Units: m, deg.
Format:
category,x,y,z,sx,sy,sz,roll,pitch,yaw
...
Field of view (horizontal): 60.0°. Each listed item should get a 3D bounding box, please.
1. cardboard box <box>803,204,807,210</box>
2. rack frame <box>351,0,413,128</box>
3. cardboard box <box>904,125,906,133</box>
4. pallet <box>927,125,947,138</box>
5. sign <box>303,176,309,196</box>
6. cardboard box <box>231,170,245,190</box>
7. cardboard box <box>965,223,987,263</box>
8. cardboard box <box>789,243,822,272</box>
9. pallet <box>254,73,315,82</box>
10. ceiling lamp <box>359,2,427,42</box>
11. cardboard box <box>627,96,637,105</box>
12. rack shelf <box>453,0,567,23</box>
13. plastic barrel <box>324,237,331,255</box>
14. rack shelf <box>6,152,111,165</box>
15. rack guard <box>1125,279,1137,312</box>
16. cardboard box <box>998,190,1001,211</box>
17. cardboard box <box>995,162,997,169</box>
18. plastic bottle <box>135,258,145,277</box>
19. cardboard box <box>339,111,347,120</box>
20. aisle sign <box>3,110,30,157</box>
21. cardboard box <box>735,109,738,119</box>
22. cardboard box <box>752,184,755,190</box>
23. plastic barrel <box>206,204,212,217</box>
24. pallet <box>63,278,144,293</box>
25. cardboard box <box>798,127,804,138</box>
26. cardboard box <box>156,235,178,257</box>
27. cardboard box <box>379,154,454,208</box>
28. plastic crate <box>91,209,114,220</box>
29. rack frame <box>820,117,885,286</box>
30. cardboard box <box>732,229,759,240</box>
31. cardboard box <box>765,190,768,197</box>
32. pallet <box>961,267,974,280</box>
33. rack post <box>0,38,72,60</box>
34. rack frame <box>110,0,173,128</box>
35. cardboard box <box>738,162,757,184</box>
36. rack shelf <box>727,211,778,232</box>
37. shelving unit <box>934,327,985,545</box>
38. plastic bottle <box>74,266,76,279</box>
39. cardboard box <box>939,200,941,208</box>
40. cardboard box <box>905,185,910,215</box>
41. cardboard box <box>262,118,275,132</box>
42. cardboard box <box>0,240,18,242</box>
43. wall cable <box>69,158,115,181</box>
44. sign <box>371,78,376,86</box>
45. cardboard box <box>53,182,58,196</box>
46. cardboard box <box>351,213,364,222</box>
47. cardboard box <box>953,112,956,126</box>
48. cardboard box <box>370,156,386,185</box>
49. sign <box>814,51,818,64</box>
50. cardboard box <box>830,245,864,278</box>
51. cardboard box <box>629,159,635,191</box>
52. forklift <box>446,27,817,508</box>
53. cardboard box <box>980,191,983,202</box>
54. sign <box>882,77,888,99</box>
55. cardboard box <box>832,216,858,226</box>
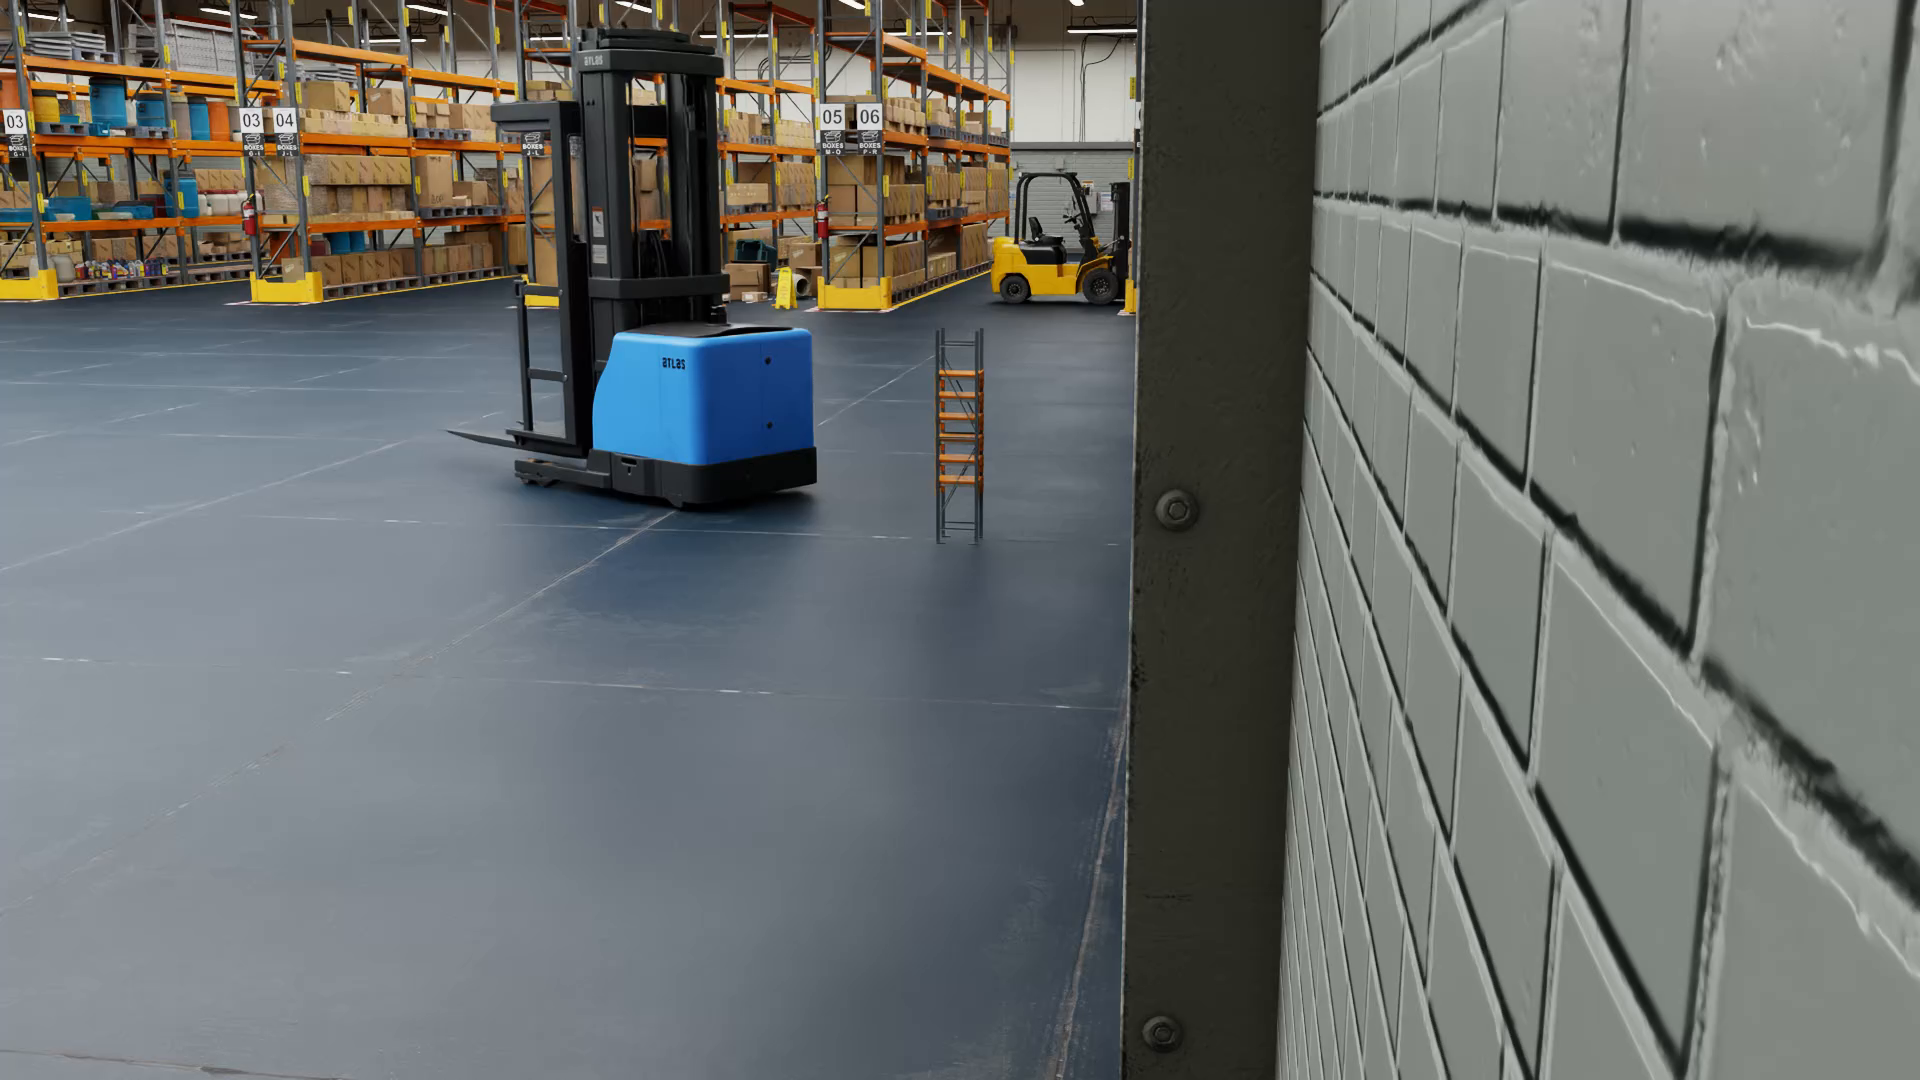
category,x,y,z,sx,sy,sz,roll,pitch,yaw
cardboard box,-4.048,-8.327,41.608,0.380,0.149,0.250,2,12,10
rack frame,-10.893,-9.300,31.288,1.000,3.000,0.127,2,12,9
cardboard box,-1.143,-7.049,28.560,0.380,0.149,0.250,2,12,10
pallet,-0.900,-7.546,30.714,1.213,0.211,1.003,2,12,9
sign,-10.972,-5.941,27.884,0.100,0.325,0.005,2,12,9
cardboard box,-18.863,-9.303,42.932,0.500,0.500,0.500,2,12,10
cardboard box,0.114,-6.747,37.726,0.875,0.875,0.875,2,12,10
cardboard box,-2.864,-5.246,30.853,0.500,0.500,0.500,2,12,9
pallet,-15.030,-10.155,36.651,1.213,0.211,1.003,2,12,9
ceiling lamp,-15.951,-15.450,45.970,2.000,3.185,0.800,2,12,9
cardboard box,-5.986,-7.658,29.205,0.500,0.250,0.500,2,12,8
rack shelf,-9.970,-11.822,36.809,1.077,0.370,4.000,2,12,9
plastic barrel,-14.941,-6.808,38.871,0.421,0.512,0.421,0,12,0
rack shelf,-24.038,-10.045,43.573,1.077,0.370,4.000,2,12,9
rack guard,3.186,-3.827,26.064,1.175,0.500,0.348,2,12,9
cardboard box,0.704,-8.165,40.024,0.500,0.500,0.500,2,12,10
cardboard box,0.688,-8.940,39.708,0.380,0.149,0.250,2,12,9
plastic bottle,-15.680,-5.198,31.735,0.144,0.351,0.185,2,12,8
cardboard box,-11.003,-7.442,29.197,0.380,0.149,0.250,1,12,6
aisle sign,-16.123,-6.942,28.414,0.394,0.787,0.004,2,12,9
cardboard box,-4.978,-9.145,35.633,0.396,0.266,0.258,2,12,9
cardboard box,-4.809,-7.919,37.307,0.380,0.149,0.250,1,12,7
plastic barrel,-15.431,-6.731,33.935,0.301,0.262,0.301,0,12,0
pallet,-16.116,-4.772,31.134,1.003,0.211,1.213,2,12,9
cardboard box,-4.140,-10.004,40.843,0.500,0.250,0.500,2,12,9
cardboard box,-19.327,-7.133,40.362,0.500,0.500,0.500,2,12,9
cardboard box,-10.632,-7.027,32.559,1.000,1.000,1.000,2,12,9
plastic crate,-16.274,-6.151,31.418,0.450,0.188,0.662,2,12,9
rack frame,-1.716,-5.214,26.567,1.000,3.000,0.127,2,12,9
cardboard box,-4.801,-6.821,37.180,0.500,0.250,0.500,1,12,6
cardboard box,-4.643,-7.990,38.341,0.380,0.149,0.250,2,12,10
pallet,-0.290,-5.678,35.338,1.003,0.211,1.213,2,12,9
rack post,-16.160,-8.537,28.933,0.937,0.300,0.954,3,13,15
rack frame,-15.787,-9.461,32.033,1.000,3.000,0.127,2,12,9
cardboard box,-4.972,-8.641,39.152,0.500,0.500,0.500,1,12,7
rack shelf,-5.084,-7.083,36.948,1.077,0.370,4.000,2,12,9
shelving unit,-0.002,-0.584,9.353,0.258,1.200,0.189,2,12,9
plastic bottle,-16.553,-5.004,30.997,0.061,0.283,0.133,2,12,10
cardboard box,-0.567,-6.451,31.905,0.380,0.149,0.250,2,12,9
cardboard box,-1.145,-5.818,28.426,0.500,0.500,0.500,2,12,7
cardboard box,-11.685,-7.037,28.260,0.500,0.250,0.500,2,12,10
cardboard box,-20.589,-6.342,36.001,0.500,0.311,0.500,2,12,7
wall cable,-24.468,-10.141,47.018,0.084,1.984,1.851,2,12,9
sign,-14.013,-11.006,39.698,0.100,0.325,0.005,2,12,9
cardboard box,-24.026,-9.077,43.780,0.980,0.700,0.700,1,12,6
cardboard box,-10.902,-5.773,29.757,0.380,0.149,0.250,2,12,9
cardboard box,-0.292,-9.258,36.979,0.500,0.500,0.500,2,12,8
cardboard box,-10.843,-6.740,30.331,0.500,0.500,0.500,2,12,9
sign,-3.616,-12.128,41.818,0.100,0.325,0.005,2,12,9
cardboard box,-1.850,-4.617,27.546,0.500,0.500,0.500,2,12,9
cardboard box,-6.286,-6.485,29.547,0.875,0.550,0.550,2,12,9
forklift,-2.389,-1.864,11.188,3.031,2.935,1.130,10,16,39
cardboard box,0.233,-7.679,37.175,0.500,0.250,0.500,2,12,10
sign,-1.180,-7.090,26.077,0.100,0.325,0.005,2,12,9
cardboard box,-1.870,-5.176,26.986,0.380,0.149,0.250,2,12,11
